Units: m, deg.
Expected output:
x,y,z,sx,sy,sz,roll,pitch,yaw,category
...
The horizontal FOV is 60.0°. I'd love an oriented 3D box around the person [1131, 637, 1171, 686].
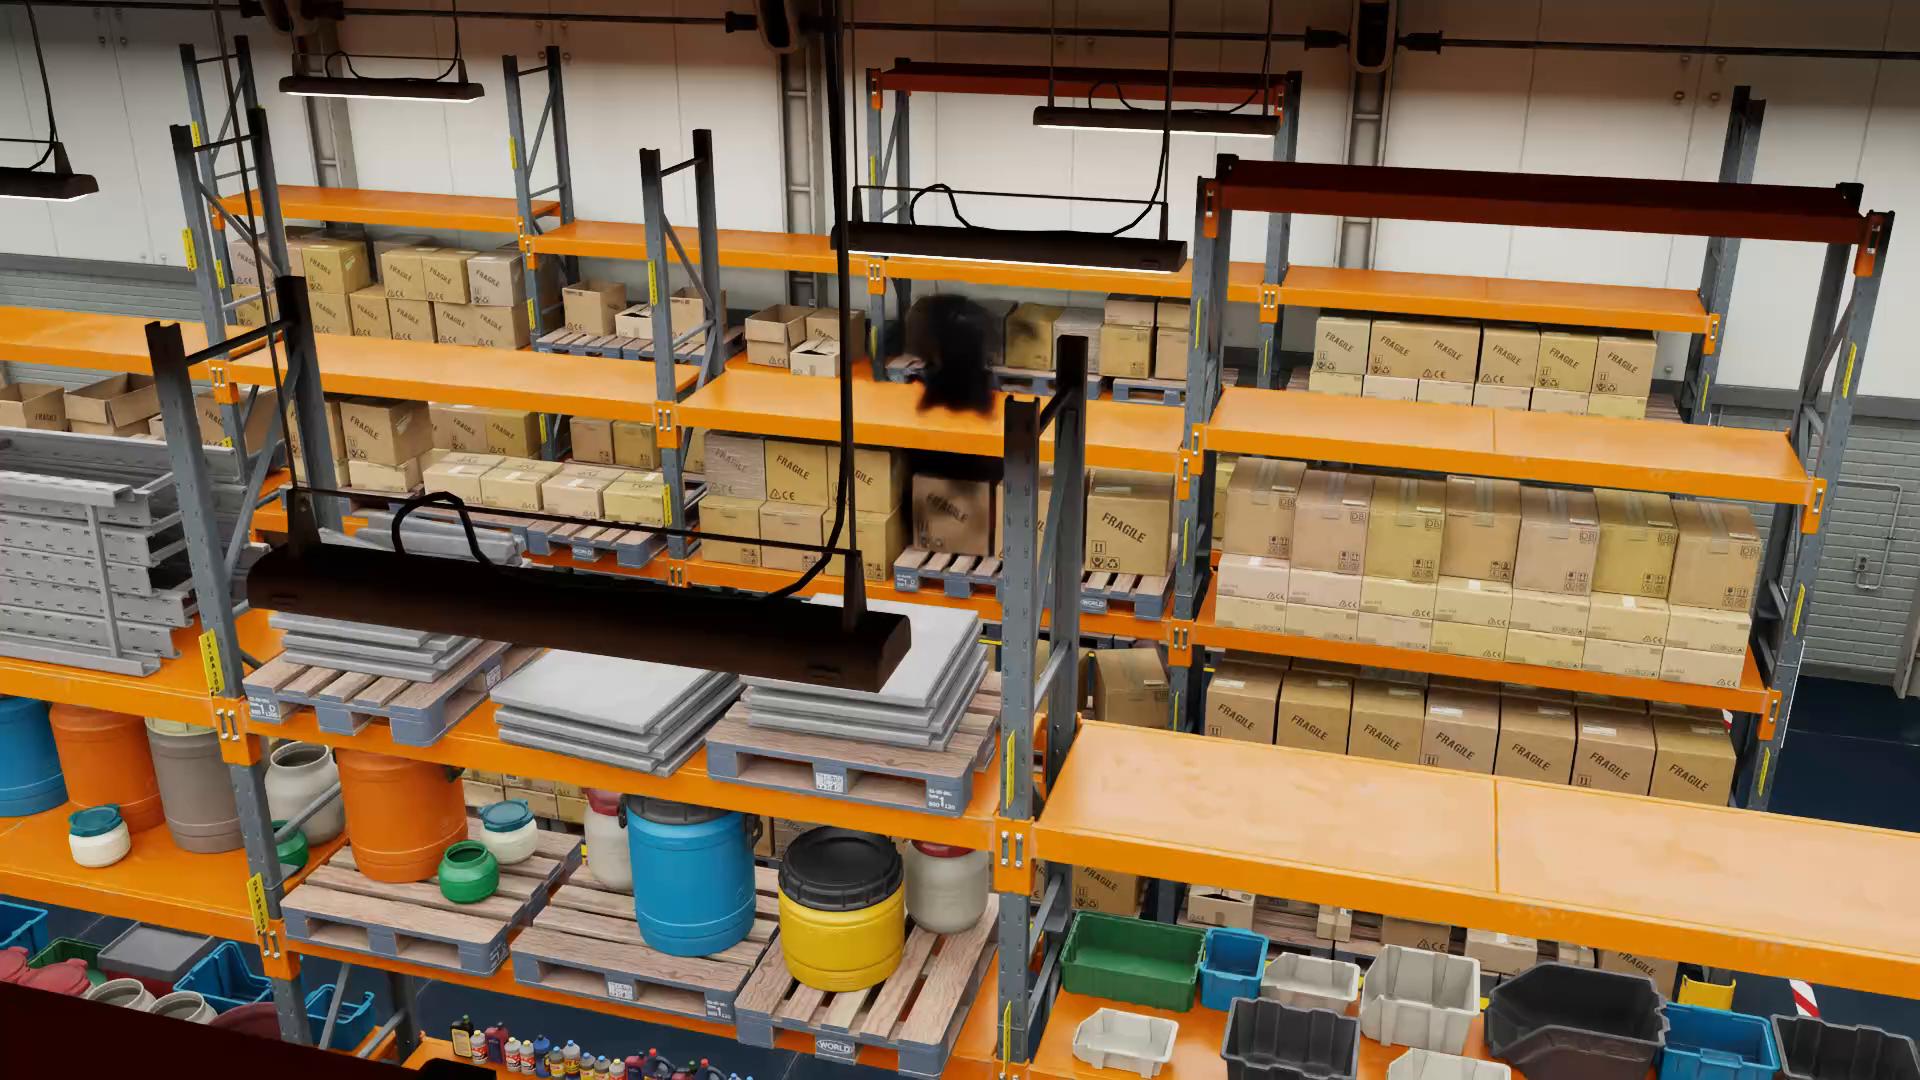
x,y,z,sx,sy,sz,roll,pitch,yaw,category
1.722,1.425,15.179,0.854,1.668,0.702,2,23,5,person
